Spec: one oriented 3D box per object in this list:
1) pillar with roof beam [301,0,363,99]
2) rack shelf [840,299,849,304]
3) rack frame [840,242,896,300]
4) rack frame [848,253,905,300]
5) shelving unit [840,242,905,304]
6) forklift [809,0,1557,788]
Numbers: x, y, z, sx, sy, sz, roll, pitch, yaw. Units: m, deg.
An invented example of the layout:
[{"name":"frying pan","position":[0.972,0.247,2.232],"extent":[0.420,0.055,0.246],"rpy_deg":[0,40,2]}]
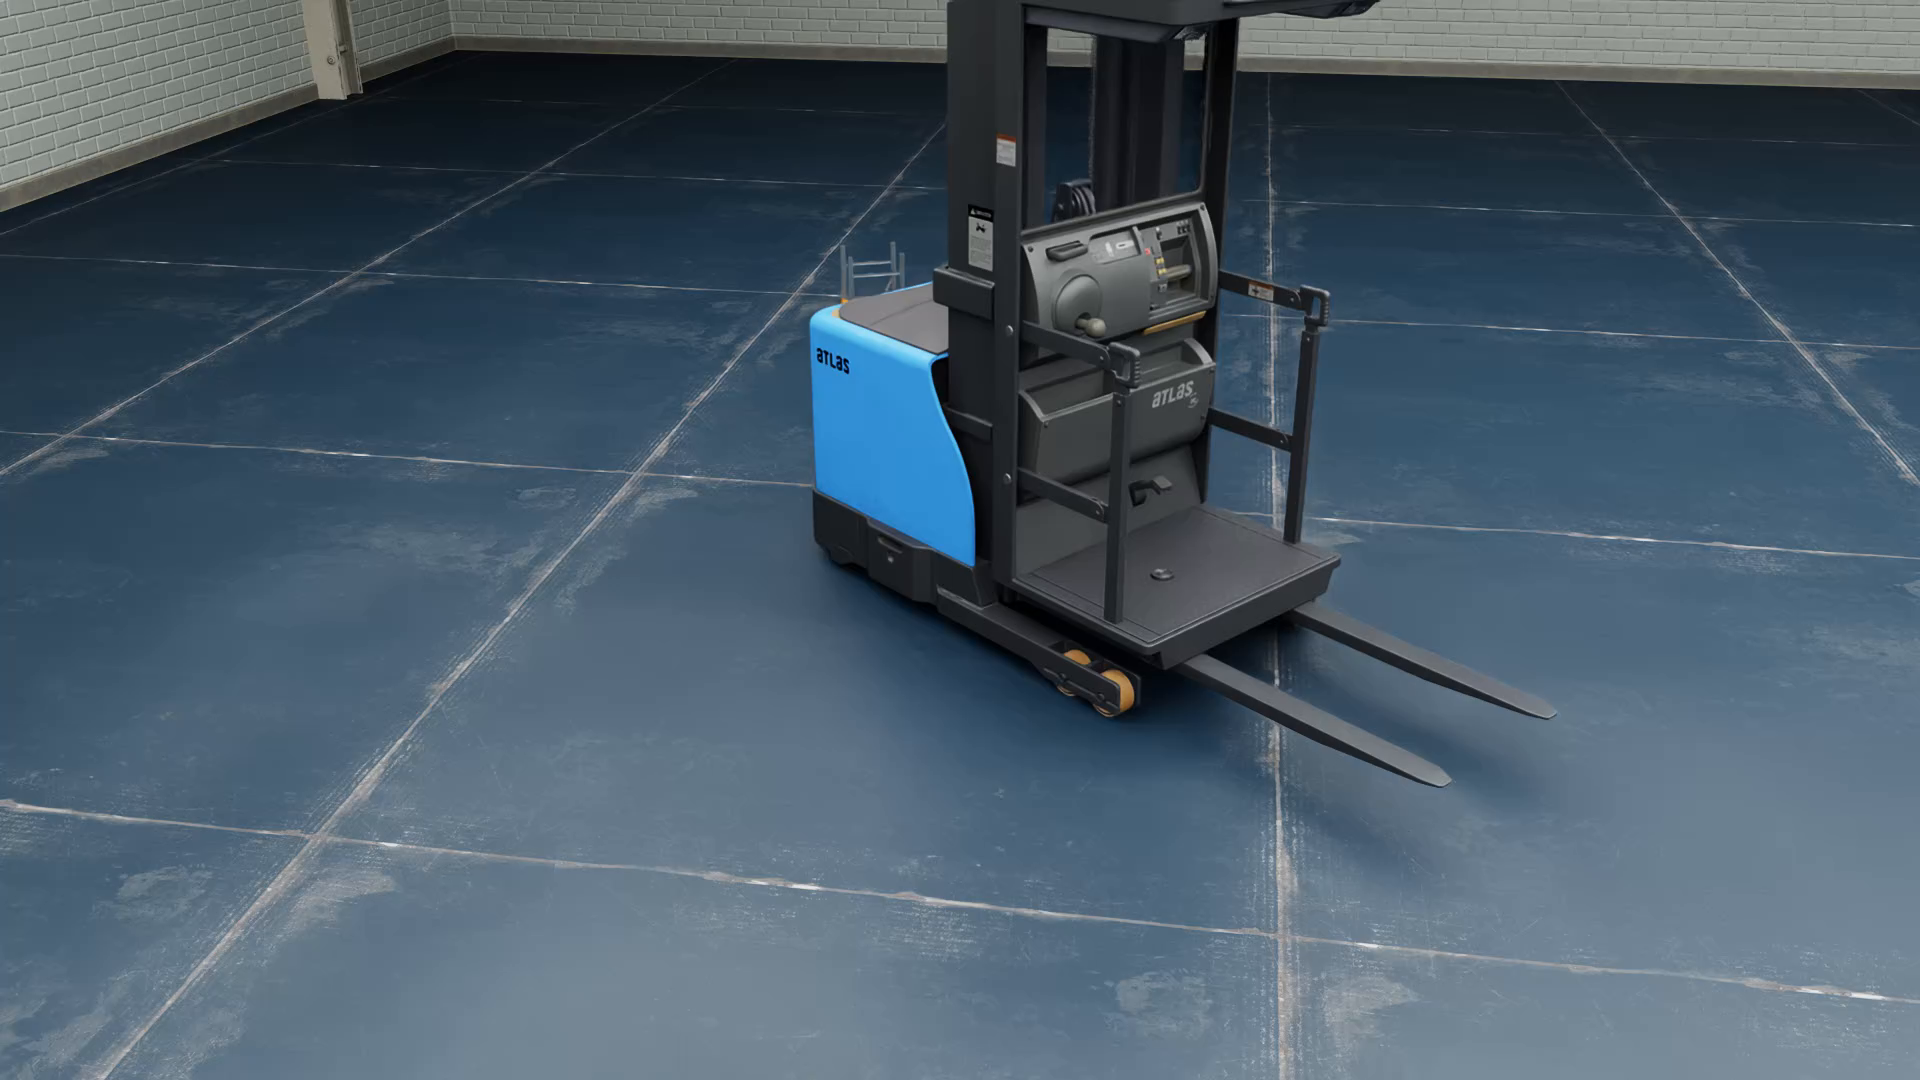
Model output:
[{"name":"pillar with roof beam","position":[-2.056,-8.296,14.360],"extent":[9.100,9.000,0.400],"rpy_deg":[4,25,9]},{"name":"rack shelf","position":[-0.374,-0.974,7.172],"extent":[0.258,0.103,0.180],"rpy_deg":[-6,26,-12]},{"name":"rack frame","position":[-0.395,-0.726,7.386],"extent":[0.240,1.200,0.006],"rpy_deg":[-6,26,-12]},{"name":"rack frame","position":[-0.352,-0.651,7.225],"extent":[0.240,1.200,0.006],"rpy_deg":[-6,26,-12]},{"name":"shelving unit","position":[-0.374,-0.689,7.306],"extent":[0.258,1.200,0.189],"rpy_deg":[-6,26,-12]},{"name":"forklift","position":[0.728,-0.942,5.806],"extent":[1.130,2.935,3.031],"rpy_deg":[-20,32,-37]}]
